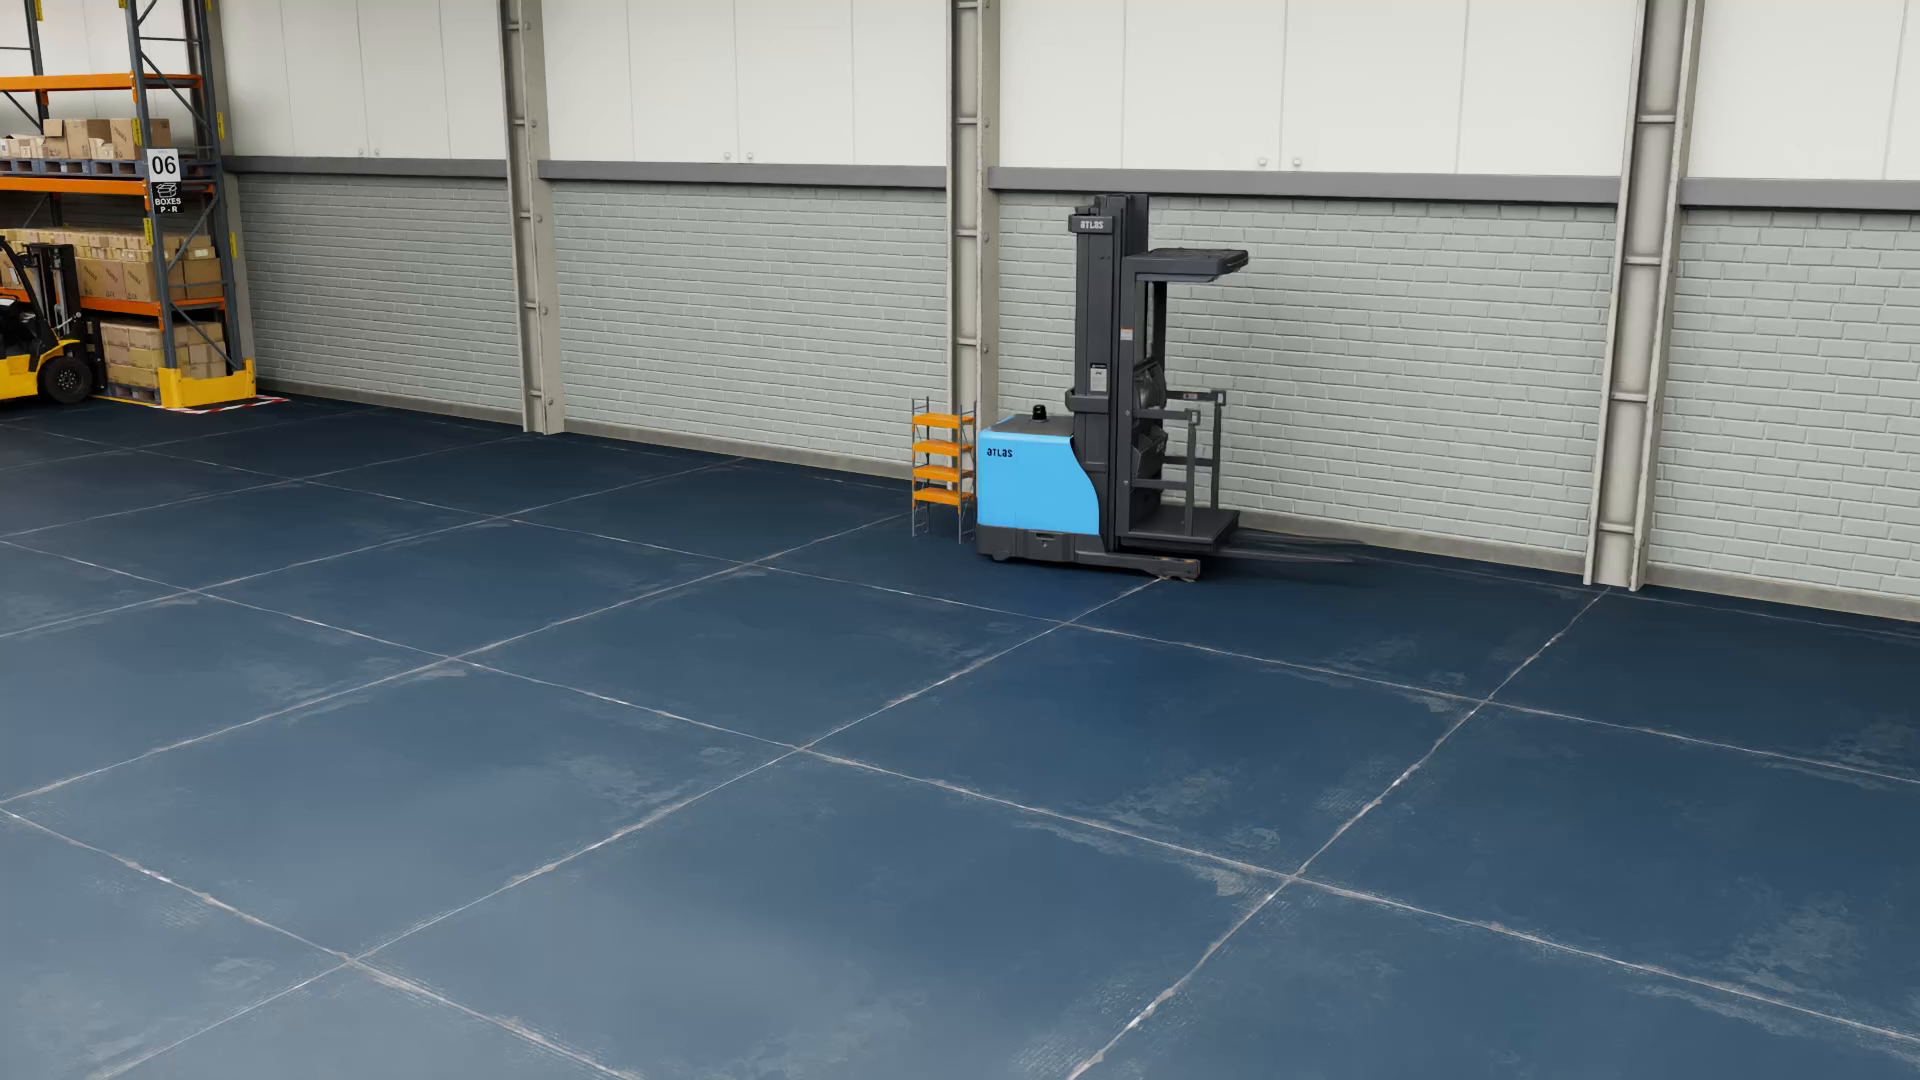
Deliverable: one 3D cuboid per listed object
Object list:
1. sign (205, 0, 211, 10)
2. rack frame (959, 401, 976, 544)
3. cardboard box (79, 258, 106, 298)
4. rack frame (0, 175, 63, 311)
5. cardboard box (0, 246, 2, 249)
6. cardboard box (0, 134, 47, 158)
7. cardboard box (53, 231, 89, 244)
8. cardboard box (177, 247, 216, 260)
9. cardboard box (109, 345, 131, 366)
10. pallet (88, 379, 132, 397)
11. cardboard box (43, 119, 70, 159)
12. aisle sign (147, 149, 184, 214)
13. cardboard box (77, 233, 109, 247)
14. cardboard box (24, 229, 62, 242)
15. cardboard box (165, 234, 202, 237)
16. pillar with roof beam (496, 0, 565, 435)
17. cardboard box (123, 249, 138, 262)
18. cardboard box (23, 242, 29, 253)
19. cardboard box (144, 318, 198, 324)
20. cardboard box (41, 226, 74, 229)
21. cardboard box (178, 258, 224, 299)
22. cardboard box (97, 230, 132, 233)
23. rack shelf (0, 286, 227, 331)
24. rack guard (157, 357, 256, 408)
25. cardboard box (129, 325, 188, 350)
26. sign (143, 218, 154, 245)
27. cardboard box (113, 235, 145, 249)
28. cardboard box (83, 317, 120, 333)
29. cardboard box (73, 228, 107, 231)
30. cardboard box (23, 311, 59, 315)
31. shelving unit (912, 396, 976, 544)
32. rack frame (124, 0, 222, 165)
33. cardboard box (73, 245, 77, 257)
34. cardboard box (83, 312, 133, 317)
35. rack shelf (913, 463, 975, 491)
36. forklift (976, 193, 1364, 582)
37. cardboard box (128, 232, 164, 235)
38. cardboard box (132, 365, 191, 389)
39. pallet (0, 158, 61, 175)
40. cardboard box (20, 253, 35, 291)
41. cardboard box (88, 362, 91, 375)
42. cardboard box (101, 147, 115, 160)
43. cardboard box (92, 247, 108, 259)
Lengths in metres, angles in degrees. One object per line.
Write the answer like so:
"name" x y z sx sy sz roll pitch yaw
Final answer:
"sign" -9.447 -6.812 20.842 0.005 0.325 0.100 9 17 33
"rack frame" 0.065 -0.572 14.136 0.015 1.200 0.240 9 17 33
"cardboard box" -11.168 -3.462 21.859 0.500 0.500 0.500 9 16 32
"rack frame" -13.081 -3.796 23.417 0.127 3.000 1.000 9 17 33
"cardboard box" -13.489 -4.161 23.333 0.250 0.149 0.380 10 17 35
"cardboard box" -12.527 -5.301 22.358 0.500 0.311 0.500 10 17 34
"cardboard box" -11.869 -4.045 22.246 0.250 0.149 0.380 9 17 33
"cardboard box" -9.899 -3.721 21.553 0.250 0.149 0.380 9 16 31
"cardboard box" -10.751 -2.444 21.762 0.500 0.250 0.500 9 17 32
"pallet" -11.428 -2.165 22.627 1.213 0.211 1.003 9 17 33
"cardboard box" -11.524 -5.273 21.842 0.637 0.503 0.797 10 17 35
"aisle sign" -9.872 -4.455 20.666 0.004 0.787 0.394 9 17 33
"cardboard box" -11.292 -3.925 21.760 0.250 0.149 0.380 10 17 34
"cardboard box" -12.498 -4.153 22.680 0.250 0.149 0.380 9 16 32
"cardboard box" -10.107 -3.904 21.673 0.250 0.149 0.380 10 17 35
"pillar with roof beam" -7.261 -4.782 14.915 0.400 9.000 9.100 9 17 33
"cardboard box" -10.435 -3.642 21.237 0.250 0.149 0.380 9 17 34
"cardboard box" -12.516 -4.001 22.685 0.250 0.149 0.380 9 17 33
"cardboard box" -10.472 -2.783 22.091 0.500 0.250 0.500 9 17 33
"cardboard box" -12.648 -4.322 23.362 0.250 0.149 0.380 9 17 33
"cardboard box" -10.018 -3.430 21.730 0.500 0.500 0.500 10 17 35
"cardboard box" -11.410 -4.103 22.480 0.250 0.149 0.380 10 17 34
"rack shelf" -11.422 -3.179 22.420 4.000 0.370 1.077 9 17 33
"rack guard" -9.742 -2.043 21.538 0.348 0.500 1.175 9 17 33
"cardboard box" -10.318 -2.614 21.408 0.500 0.250 0.500 10 17 35
"sign" -10.077 -3.831 20.653 0.005 0.325 0.100 9 17 33
"cardboard box" -10.631 -3.830 21.377 0.250 0.149 0.380 10 17 34
"cardboard box" -11.586 -2.817 22.226 0.500 0.250 0.500 9 16 32
"cardboard box" -11.993 -4.226 22.975 0.250 0.149 0.380 9 16 32
"cardboard box" -12.855 -3.024 23.062 0.500 0.250 0.500 9 16 32
"shelving unit" -0.137 -0.605 14.269 0.503 1.200 0.258 9 17 33
"rack frame" -9.762 -6.172 20.529 0.127 3.000 1.000 9 17 33
"cardboard box" -11.692 -3.853 22.089 0.250 0.149 0.380 9 16 32
"cardboard box" -11.724 -2.988 22.919 0.500 0.250 0.500 9 17 33
"rack shelf" -0.137 -0.539 14.285 0.480 0.148 0.258 9 17 33
"forklift" 1.701 -1.241 13.235 3.031 2.935 1.130 5 15 19
"cardboard box" -10.777 -3.996 22.048 0.250 0.149 0.380 10 17 35
"cardboard box" -10.328 -2.129 21.530 0.500 0.250 0.500 9 17 33
"pallet" -12.359 -5.100 22.626 1.213 0.211 1.003 9 17 33
"cardboard box" -12.417 -3.667 22.686 0.500 0.500 0.500 10 17 34
"cardboard box" -11.589 -2.332 22.349 0.500 0.250 0.500 10 17 35
"cardboard box" -10.619 -4.897 21.062 0.250 0.149 0.380 9 16 31
"cardboard box" -11.063 -3.751 21.677 0.250 0.149 0.380 9 16 31
